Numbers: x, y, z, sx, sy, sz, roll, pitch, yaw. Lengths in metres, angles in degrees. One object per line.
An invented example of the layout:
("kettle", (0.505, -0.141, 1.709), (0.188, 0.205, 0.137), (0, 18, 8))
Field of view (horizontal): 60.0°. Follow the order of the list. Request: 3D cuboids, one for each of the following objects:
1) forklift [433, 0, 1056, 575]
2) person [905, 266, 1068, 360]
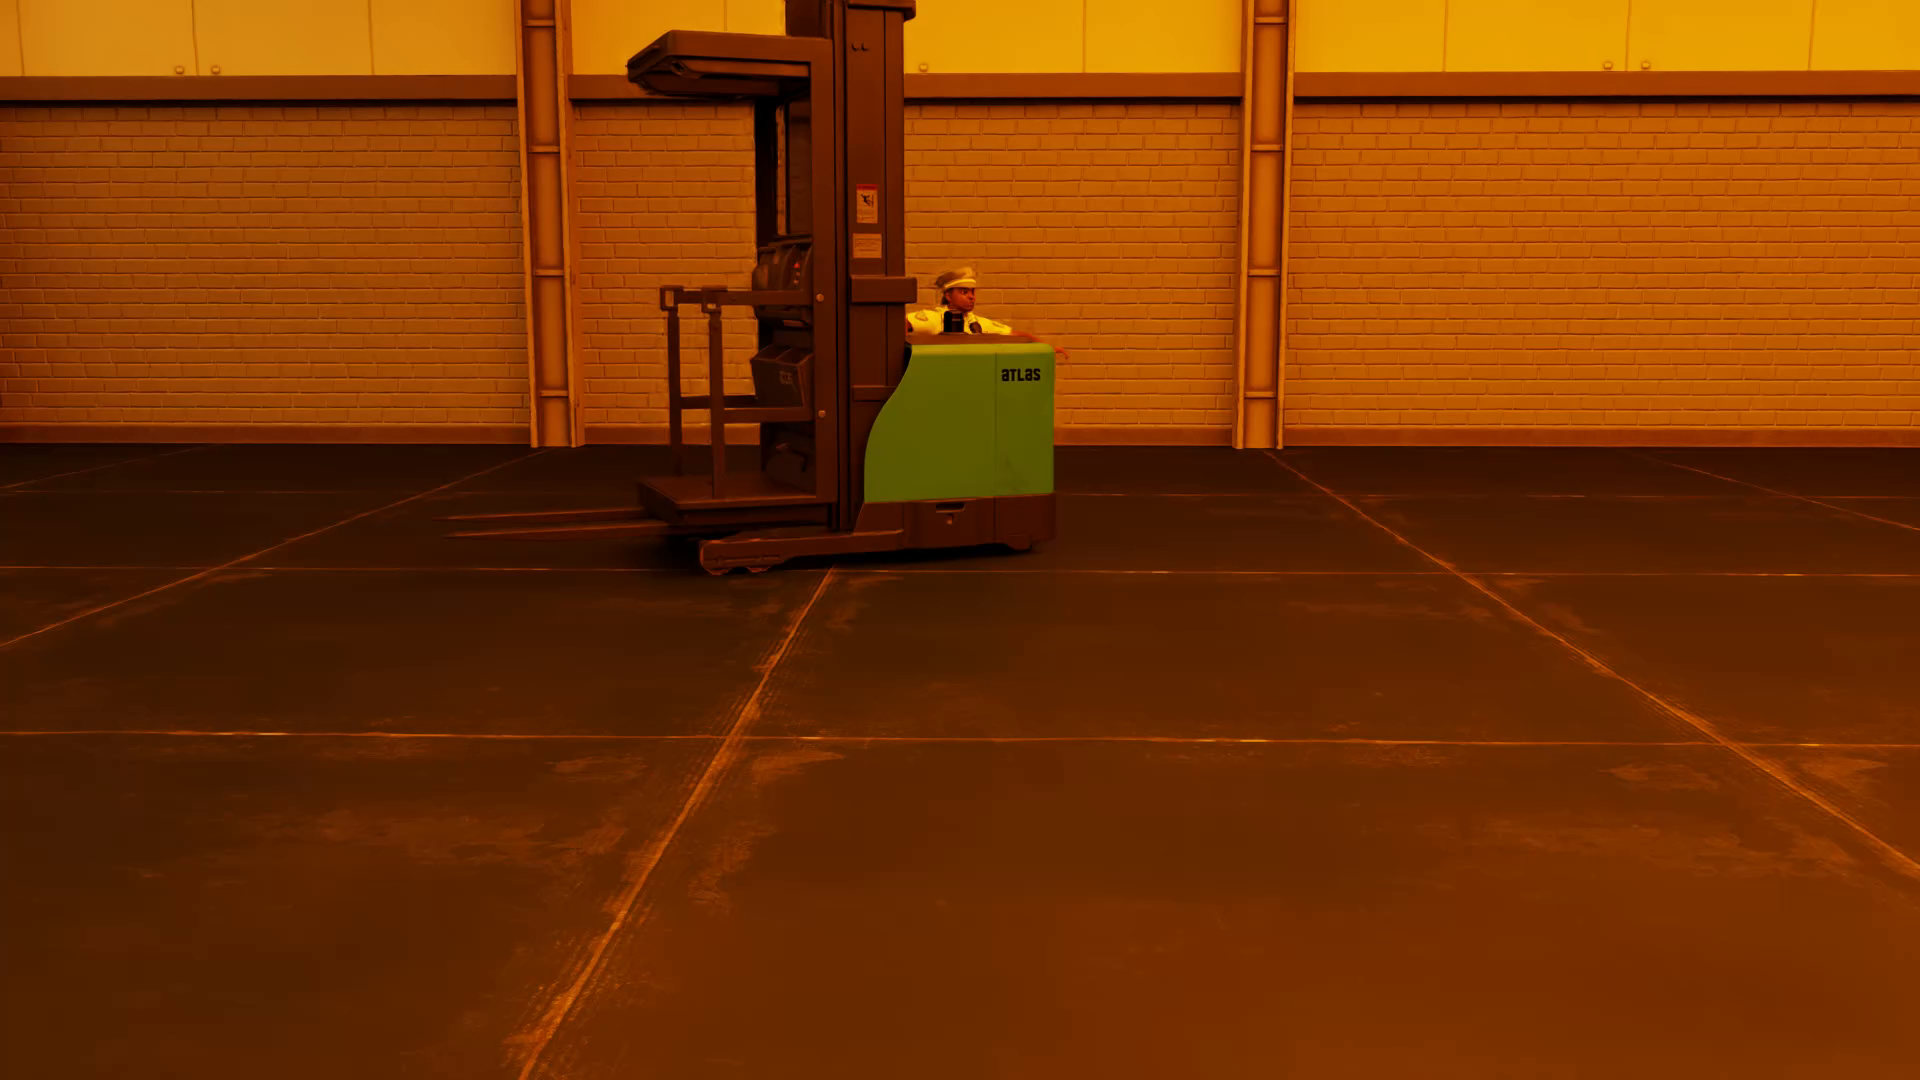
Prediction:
("forklift", (-1.074, -1.372, 8.275), (3.031, 2.935, 1.130), (-3, 9, -21))
("person", (0.085, -0.824, 9.499), (1.020, 1.466, 0.813), (-8, 11, -41))
